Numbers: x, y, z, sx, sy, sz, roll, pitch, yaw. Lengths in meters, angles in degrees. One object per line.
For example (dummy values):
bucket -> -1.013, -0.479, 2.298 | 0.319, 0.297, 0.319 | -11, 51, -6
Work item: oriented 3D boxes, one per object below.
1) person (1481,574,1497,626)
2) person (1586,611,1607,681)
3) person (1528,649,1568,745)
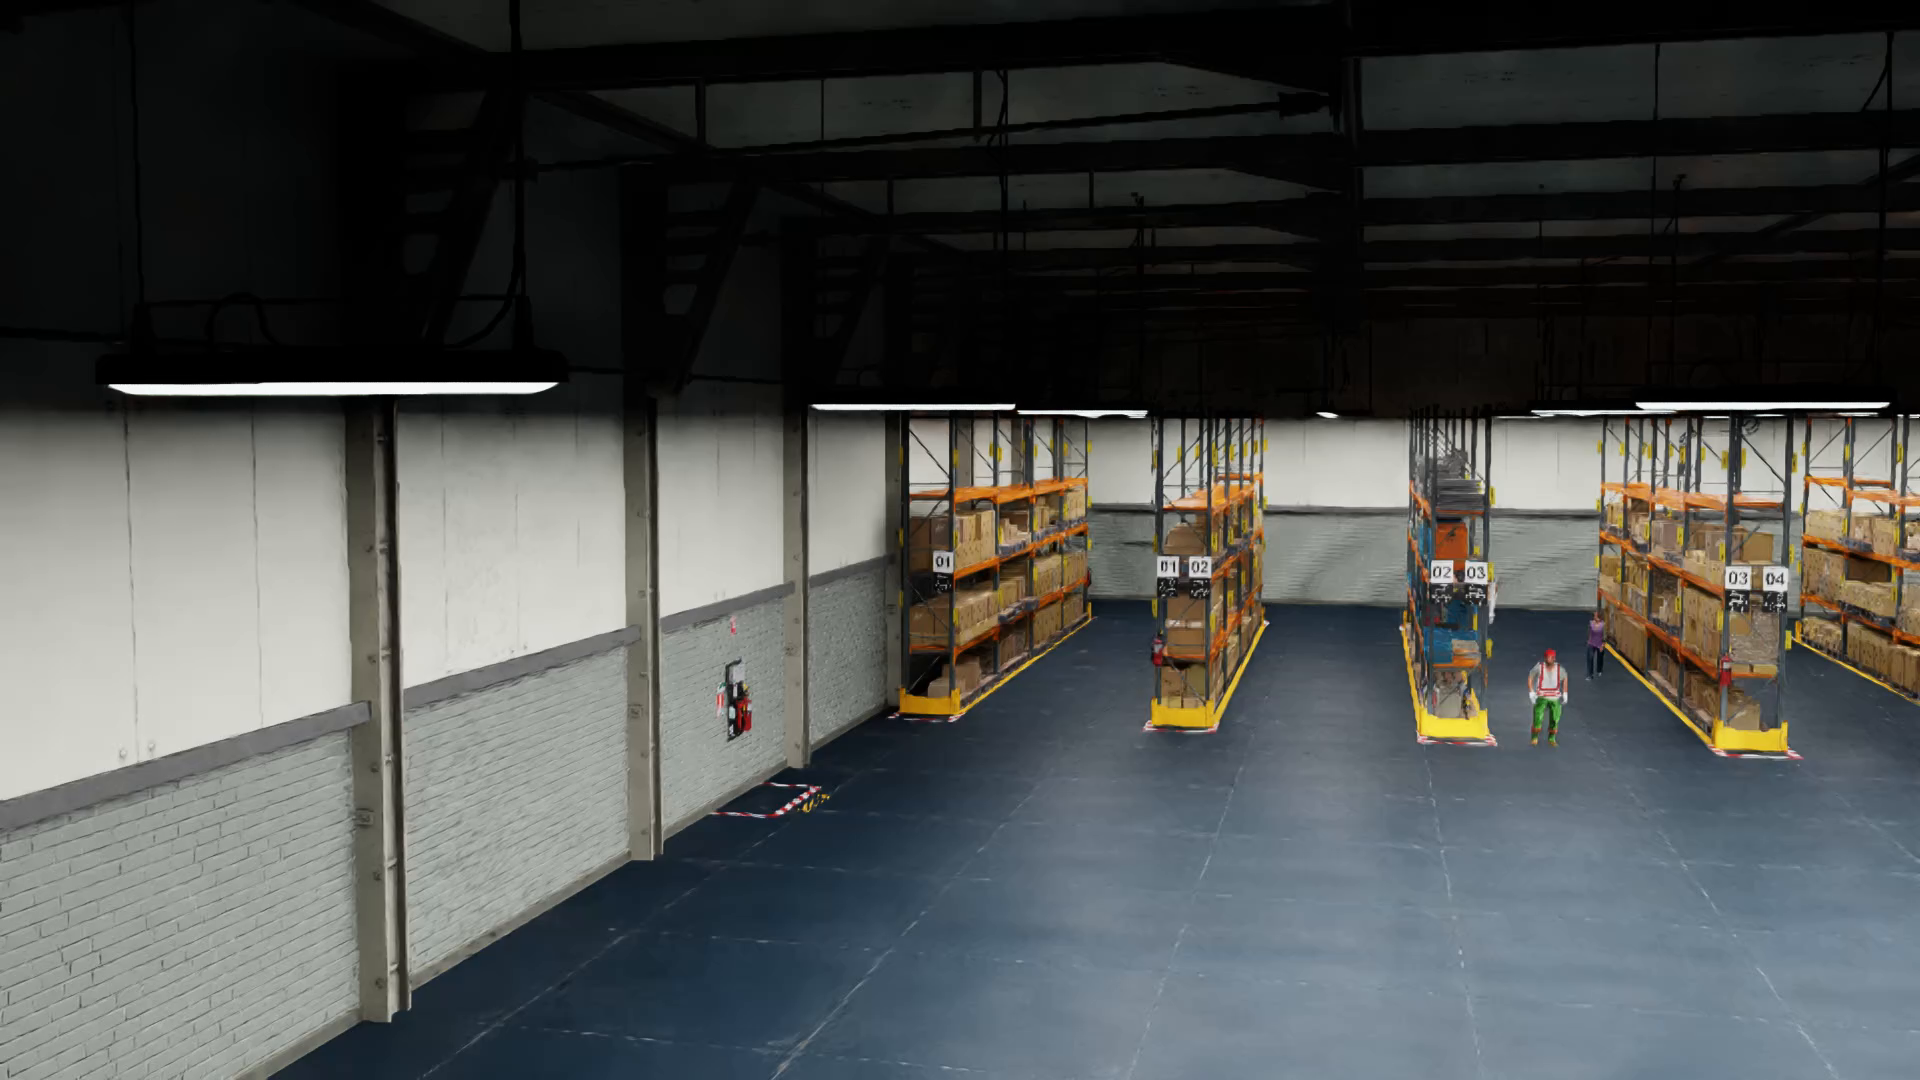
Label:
person -> 14.781, 1.513, 46.614 | 0.553, 1.706, 1.117 | 1, 4, 16
person -> 14.030, 2.315, 36.637 | 0.408, 1.533, 0.958 | 2, 4, 23
person -> 10.345, 2.762, 29.273 | 0.677, 1.741, 0.552 | 1, 4, 12
